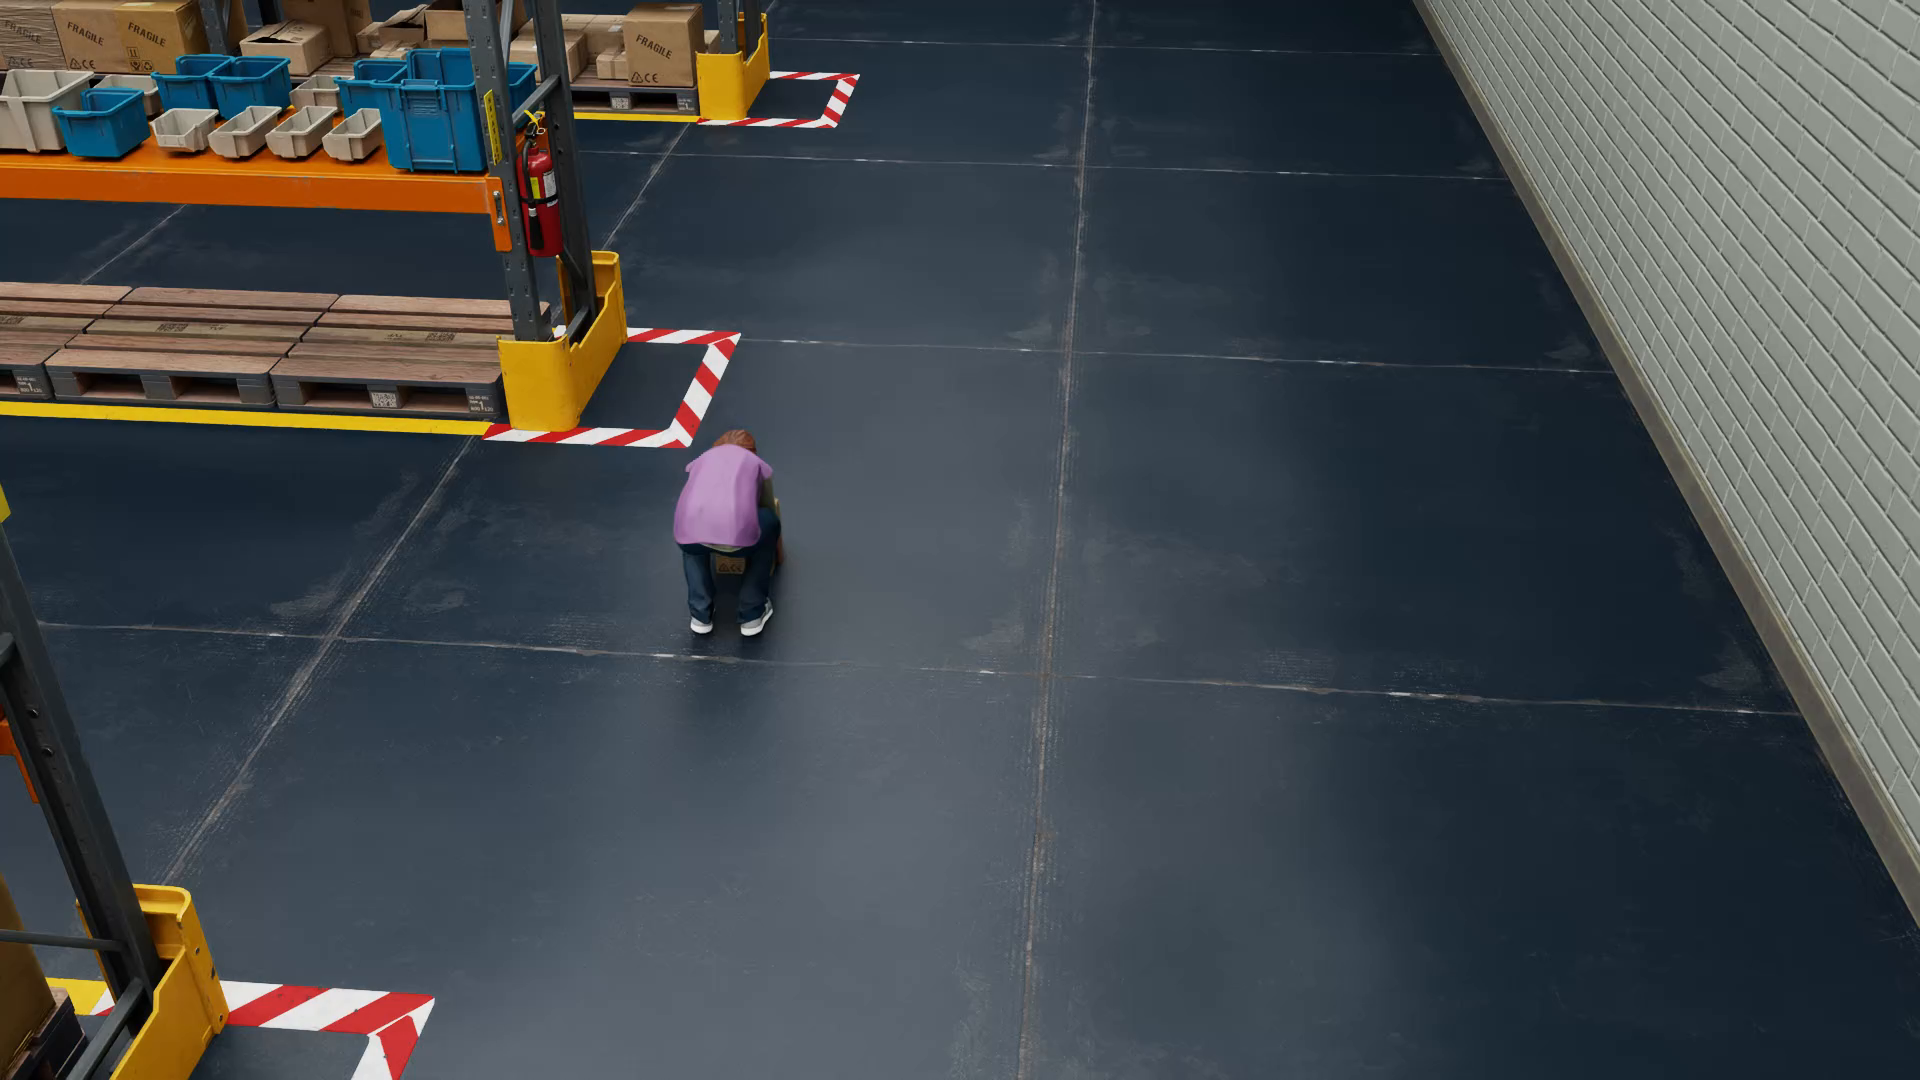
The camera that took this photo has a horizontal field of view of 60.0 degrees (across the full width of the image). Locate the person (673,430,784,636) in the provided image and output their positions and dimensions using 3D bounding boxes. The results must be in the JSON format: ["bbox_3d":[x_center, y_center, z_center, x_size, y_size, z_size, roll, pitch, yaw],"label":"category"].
[{"bbox_3d":[-0.974,-0.041,7.026,0.428,0.768,0.872,2,32,2],"label":"person"}]
